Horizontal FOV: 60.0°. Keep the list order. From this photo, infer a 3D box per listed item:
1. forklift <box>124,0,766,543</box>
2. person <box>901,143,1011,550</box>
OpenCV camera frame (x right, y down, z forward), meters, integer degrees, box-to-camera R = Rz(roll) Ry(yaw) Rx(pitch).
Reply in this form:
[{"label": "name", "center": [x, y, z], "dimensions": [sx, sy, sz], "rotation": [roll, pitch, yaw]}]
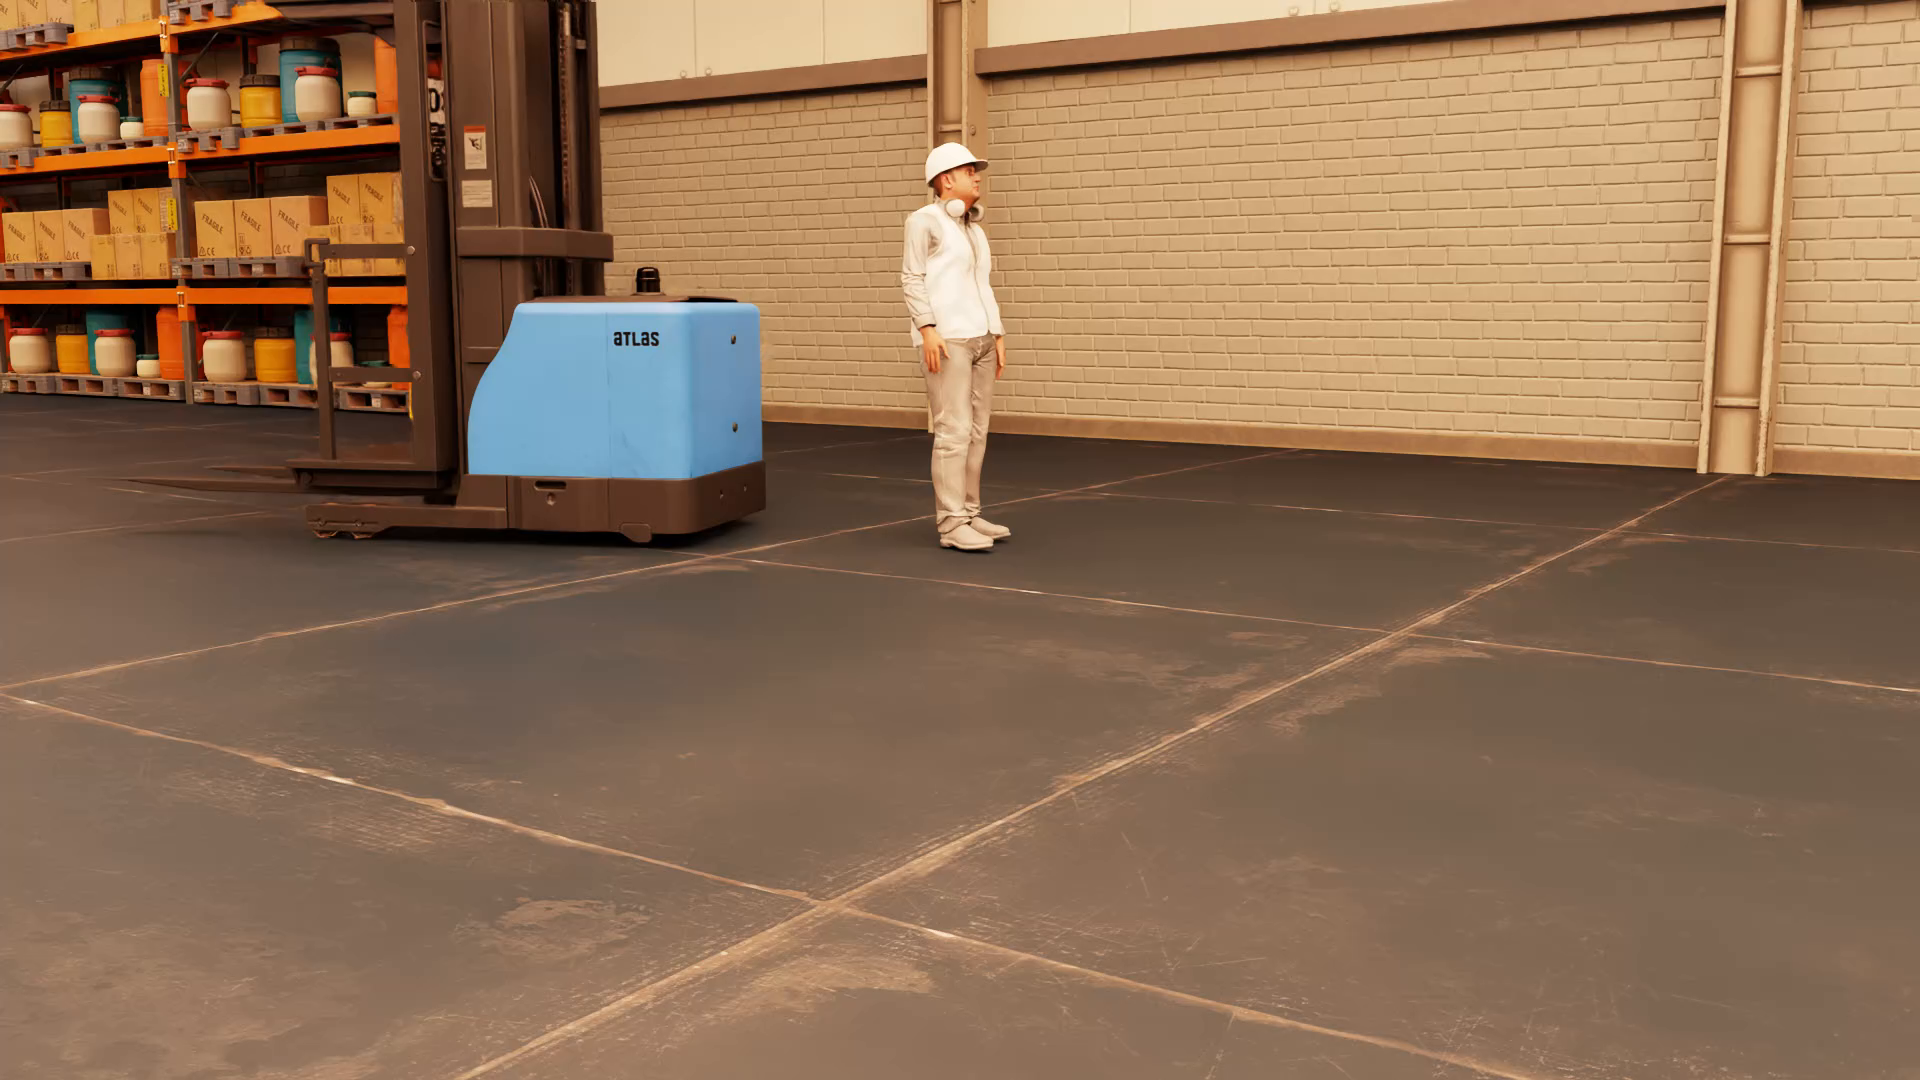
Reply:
[{"label": "forklift", "center": [-2.526, -1.523, 7.901], "dimensions": [3.031, 2.935, 1.130], "rotation": [2, 8, 13]}, {"label": "person", "center": [0.047, -0.880, 7.437], "dimensions": [0.568, 1.773, 0.632], "rotation": [5, 10, 34]}]
